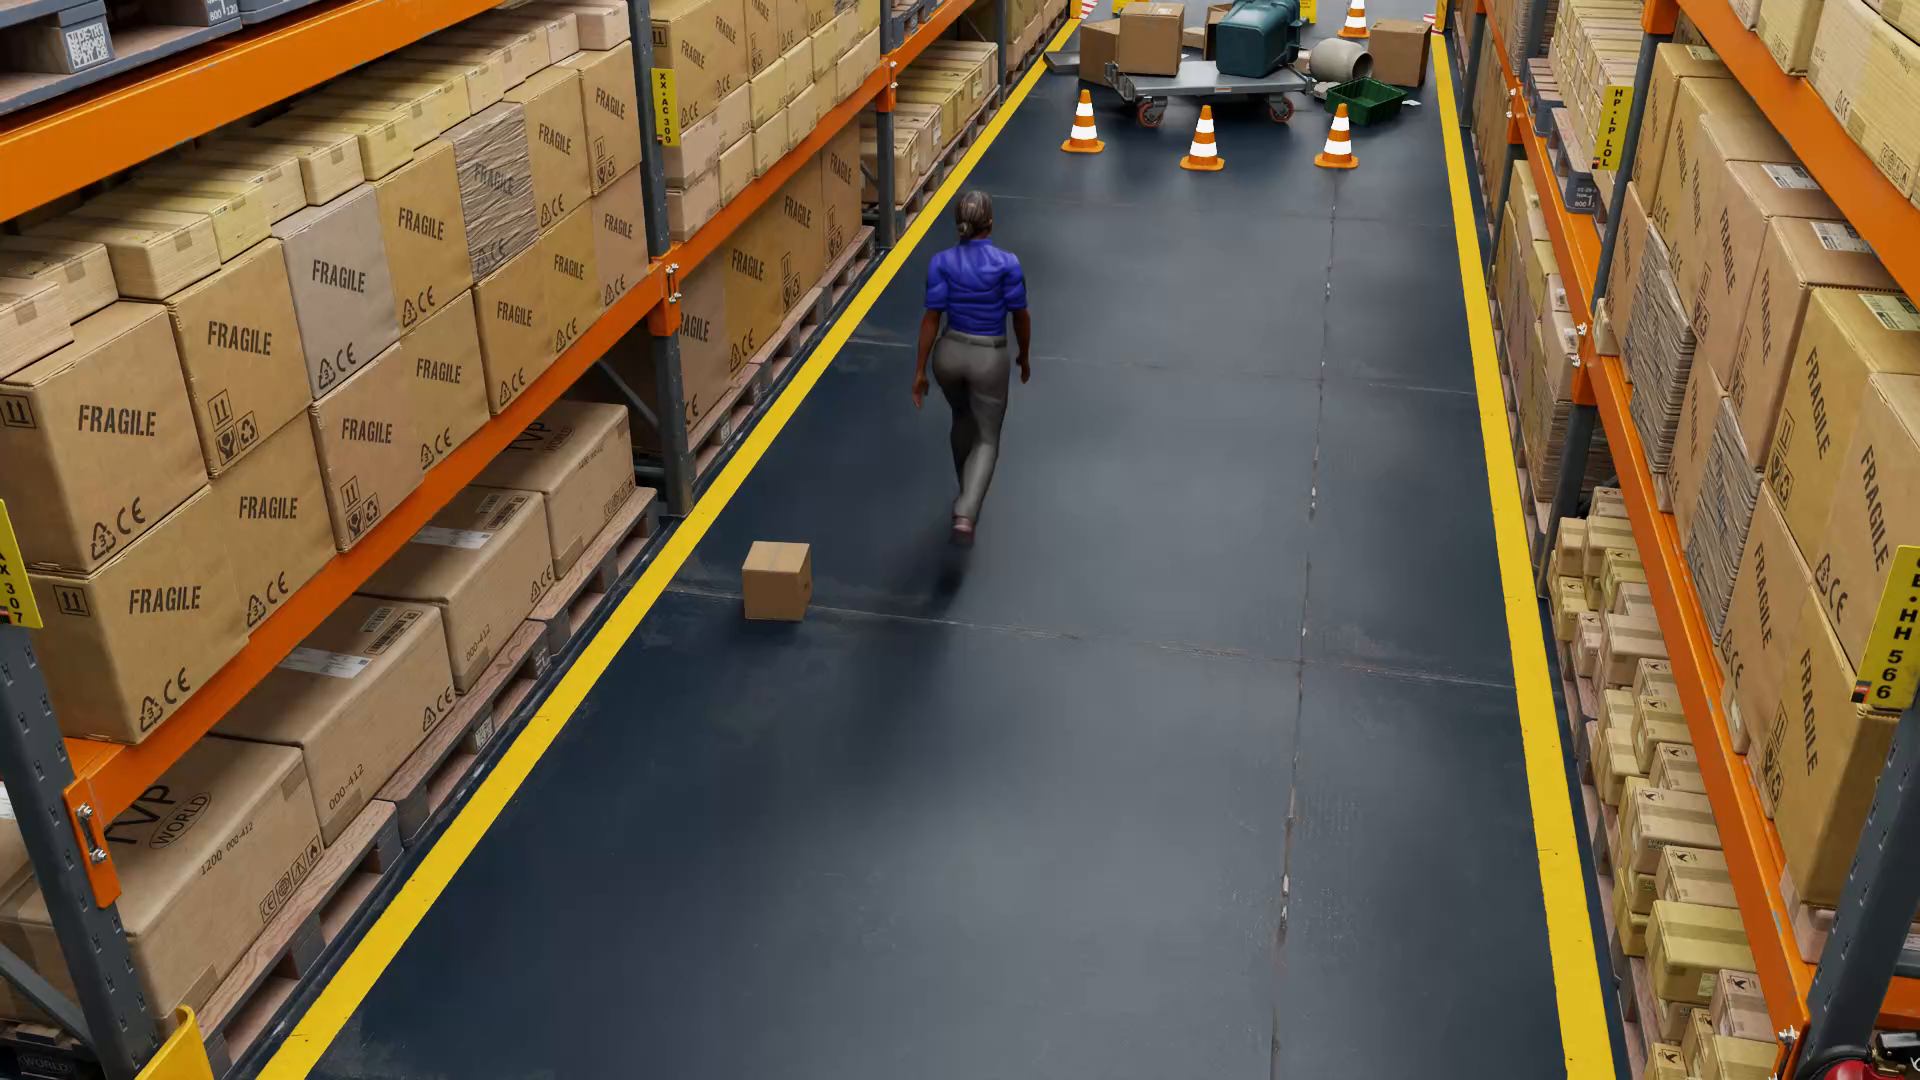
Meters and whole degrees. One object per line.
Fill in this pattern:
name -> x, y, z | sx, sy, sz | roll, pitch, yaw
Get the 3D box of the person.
person -> 0.050, -0.790, 7.575 | 0.492, 1.599, 1.001 | 8, 30, 14
